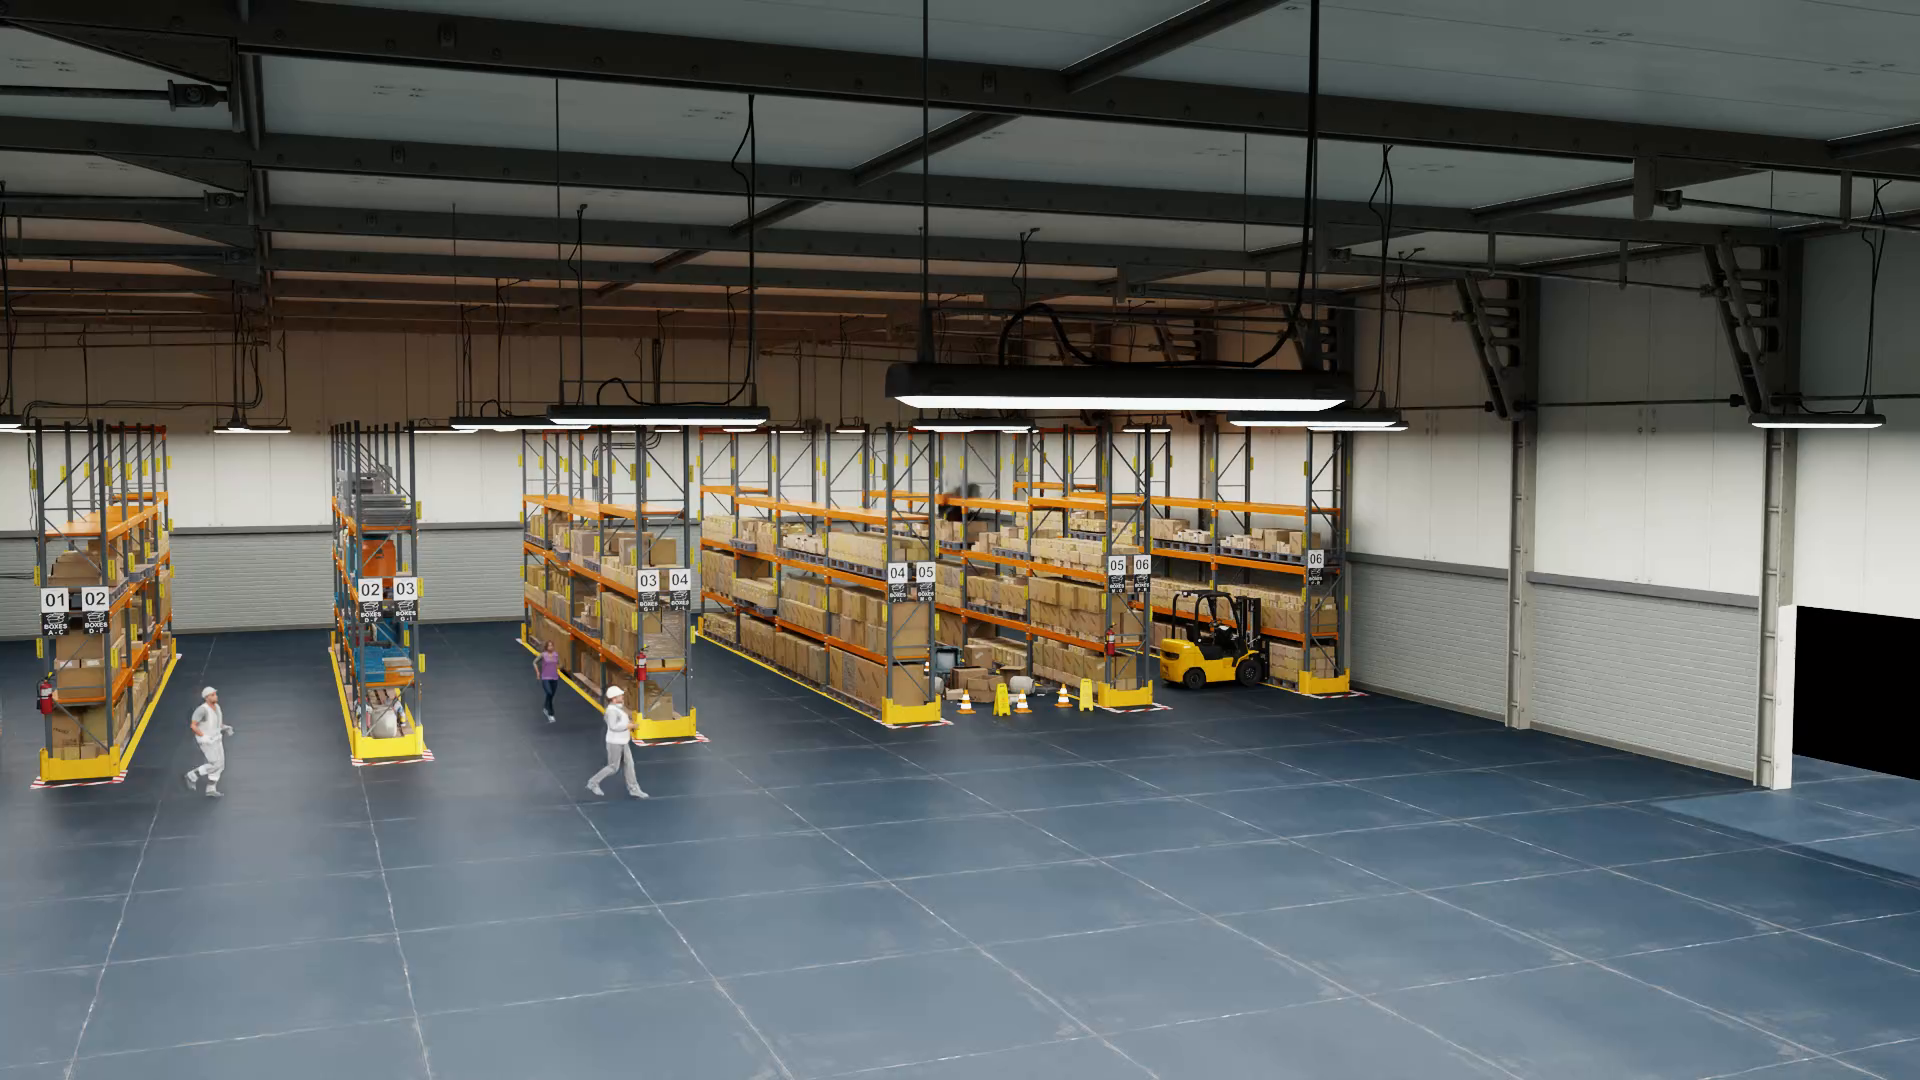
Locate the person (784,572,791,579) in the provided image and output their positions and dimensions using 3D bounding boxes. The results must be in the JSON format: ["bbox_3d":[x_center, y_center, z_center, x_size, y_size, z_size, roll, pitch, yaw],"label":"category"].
[{"bbox_3d":[-5.280,1.772,50.320,0.563,1.613,0.564,-2,4,-28],"label":"person"}]

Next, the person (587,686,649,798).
[{"bbox_3d":[-5.380,3.180,26.092,0.949,1.777,0.657,0,4,1],"label":"person"}]

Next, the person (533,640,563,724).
[{"bbox_3d":[-8.251,2.824,33.385,0.514,1.636,0.757,-3,5,-38],"label":"person"}]

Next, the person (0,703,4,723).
[{"bbox_3d":[-15.934,3.185,27.073,0.666,1.735,0.691,-2,4,-27],"label":"person"}]

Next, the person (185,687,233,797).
[{"bbox_3d":[-11.937,3.202,26.437,0.644,1.754,0.649,0,4,5],"label":"person"}]
